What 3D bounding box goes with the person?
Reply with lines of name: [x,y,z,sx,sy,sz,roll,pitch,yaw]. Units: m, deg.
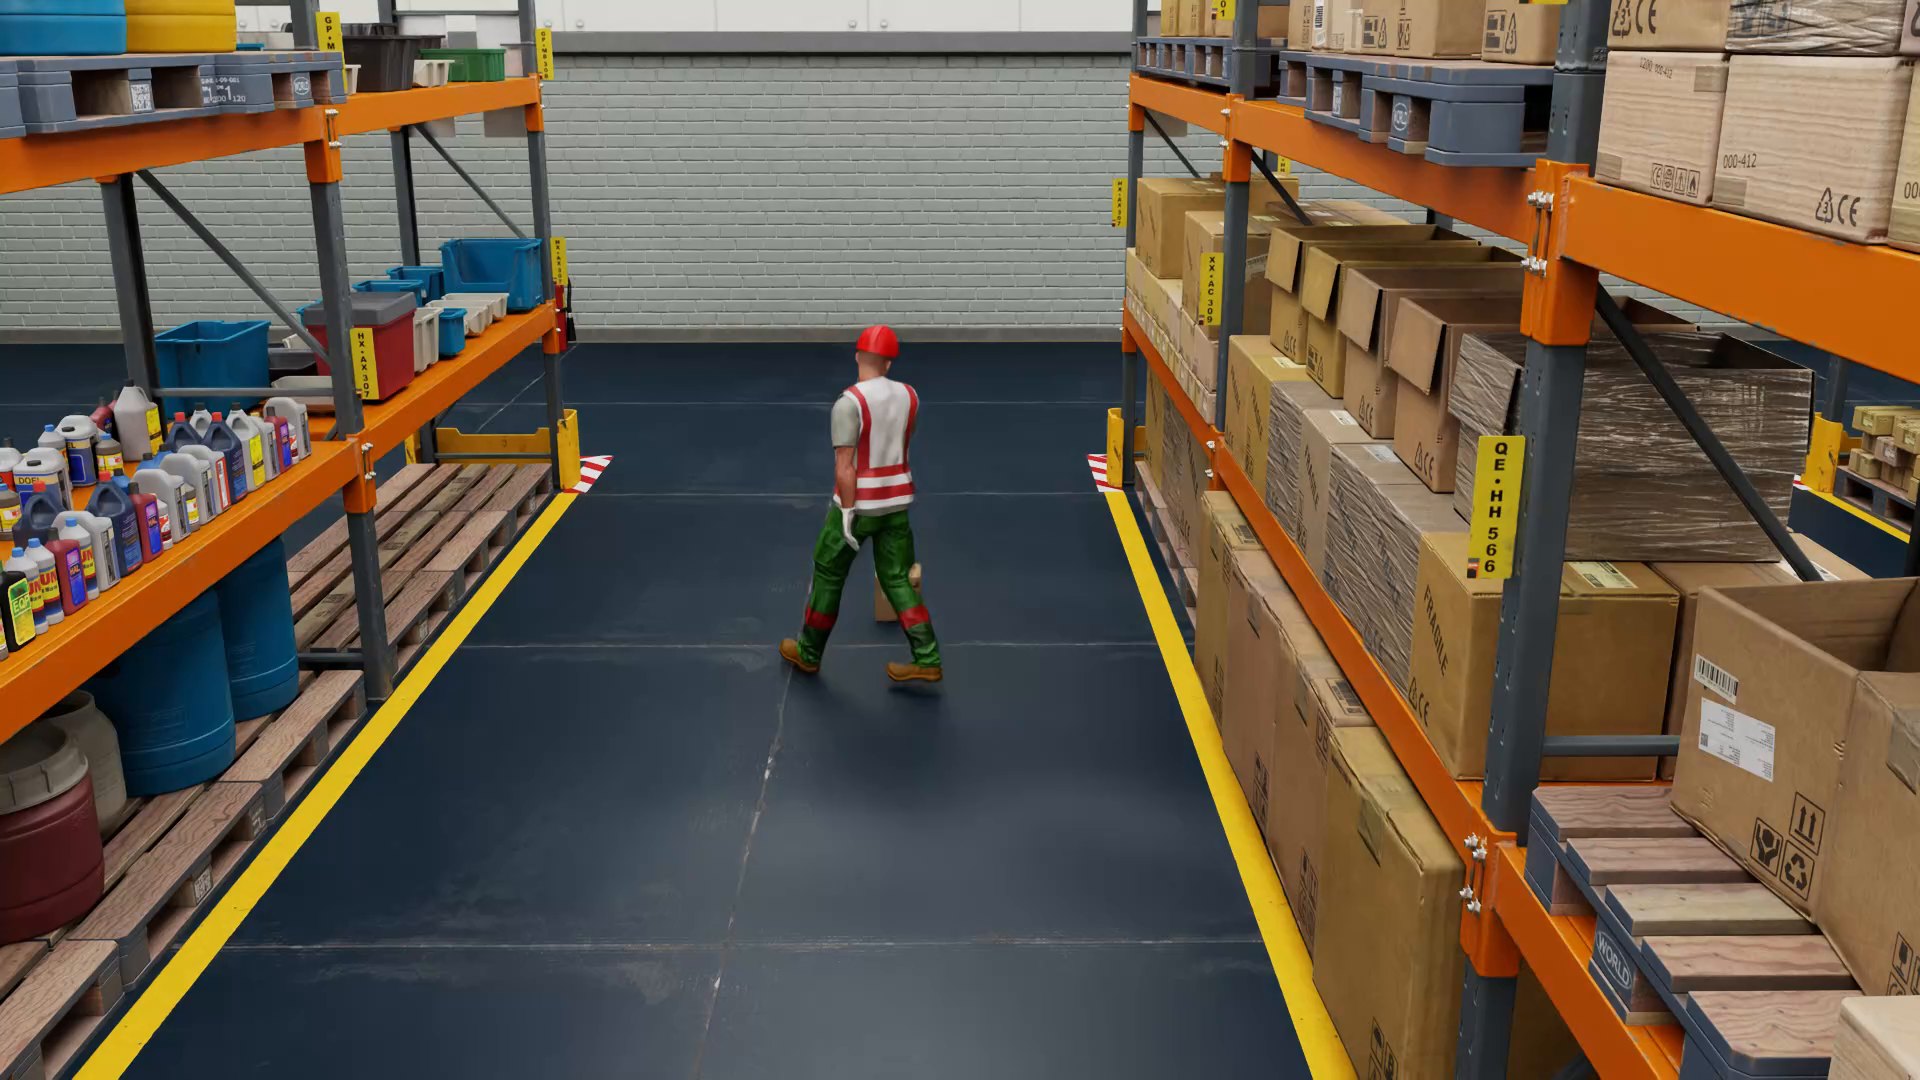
person: [-0.459,-0.172,8.106,0.579,1.745,0.879,-13,21,-36]
